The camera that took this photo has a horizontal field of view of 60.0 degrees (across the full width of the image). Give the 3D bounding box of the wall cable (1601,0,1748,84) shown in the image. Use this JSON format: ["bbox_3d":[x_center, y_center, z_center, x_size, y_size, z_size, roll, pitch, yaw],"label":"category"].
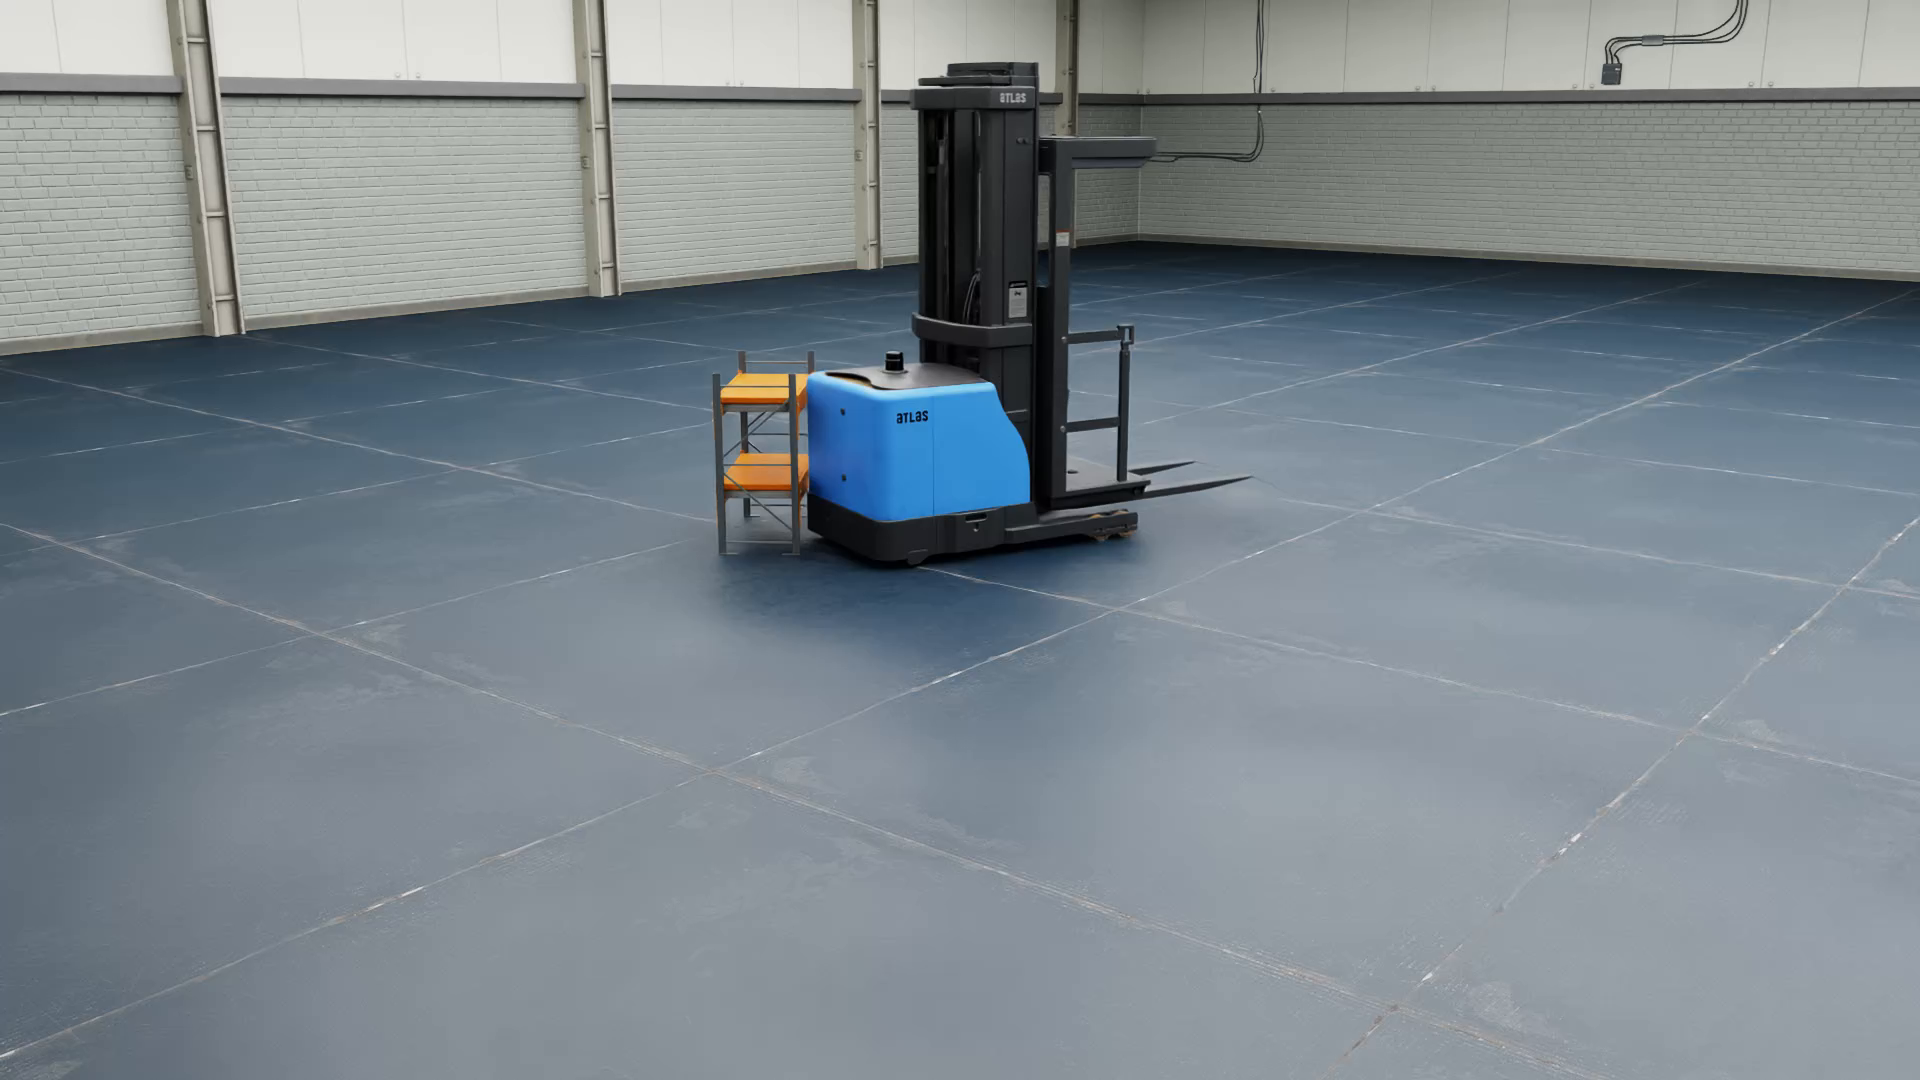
[{"bbox_3d":[12.405,-10.908,28.377,2.305,6.003,0.169,11,18,38],"label":"wall cable"}]

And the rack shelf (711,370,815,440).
[{"bbox_3d":[-1.224,-0.864,10.550,0.538,0.278,1.000,0,14,1],"label":"rack shelf"}]

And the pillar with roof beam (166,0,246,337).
[{"bbox_3d":[-5.814,-6.259,16.983,9.100,9.000,0.400,11,18,38],"label":"pillar with roof beam"}]

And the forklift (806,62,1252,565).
[{"bbox_3d":[0.551,-1.519,10.651,3.031,2.935,1.130,-9,17,-30],"label":"forklift"}]

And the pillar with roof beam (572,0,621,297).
[{"bbox_3d":[-2.043,-7.408,21.506,9.100,9.000,0.400,11,18,38],"label":"pillar with roof beam"}]

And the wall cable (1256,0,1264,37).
[{"bbox_3d":[7.135,-11.256,32.703,3.097,2.526,0.112,11,18,38],"label":"wall cable"}]

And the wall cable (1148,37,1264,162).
[{"bbox_3d":[5.031,-9.227,34.973,3.097,2.526,0.112,11,18,38],"label":"wall cable"}]

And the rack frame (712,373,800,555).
[{"bbox_3d":[-1.237,-0.455,10.130,0.500,1.125,0.032,0,14,1],"label":"rack frame"}]

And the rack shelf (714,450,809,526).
[{"bbox_3d":[-1.224,-0.343,10.683,0.538,0.278,1.000,0,14,1],"label":"rack shelf"}]

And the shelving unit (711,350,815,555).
[{"bbox_3d":[-1.224,-0.580,10.622,0.538,1.125,1.048,0,14,1],"label":"shelving unit"}]

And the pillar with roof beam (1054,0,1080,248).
[{"bbox_3d":[5.499,-9.706,30.553,9.100,9.000,0.400,11,18,38],"label":"pillar with roof beam"}]

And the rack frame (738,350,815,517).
[{"bbox_3d":[-1.212,-0.705,11.115,0.500,1.125,0.032,0,14,1],"label":"rack frame"}]

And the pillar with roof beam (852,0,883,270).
[{"bbox_3d":[1.728,-8.557,26.029,9.100,9.000,0.400,11,18,38],"label":"pillar with roof beam"}]
